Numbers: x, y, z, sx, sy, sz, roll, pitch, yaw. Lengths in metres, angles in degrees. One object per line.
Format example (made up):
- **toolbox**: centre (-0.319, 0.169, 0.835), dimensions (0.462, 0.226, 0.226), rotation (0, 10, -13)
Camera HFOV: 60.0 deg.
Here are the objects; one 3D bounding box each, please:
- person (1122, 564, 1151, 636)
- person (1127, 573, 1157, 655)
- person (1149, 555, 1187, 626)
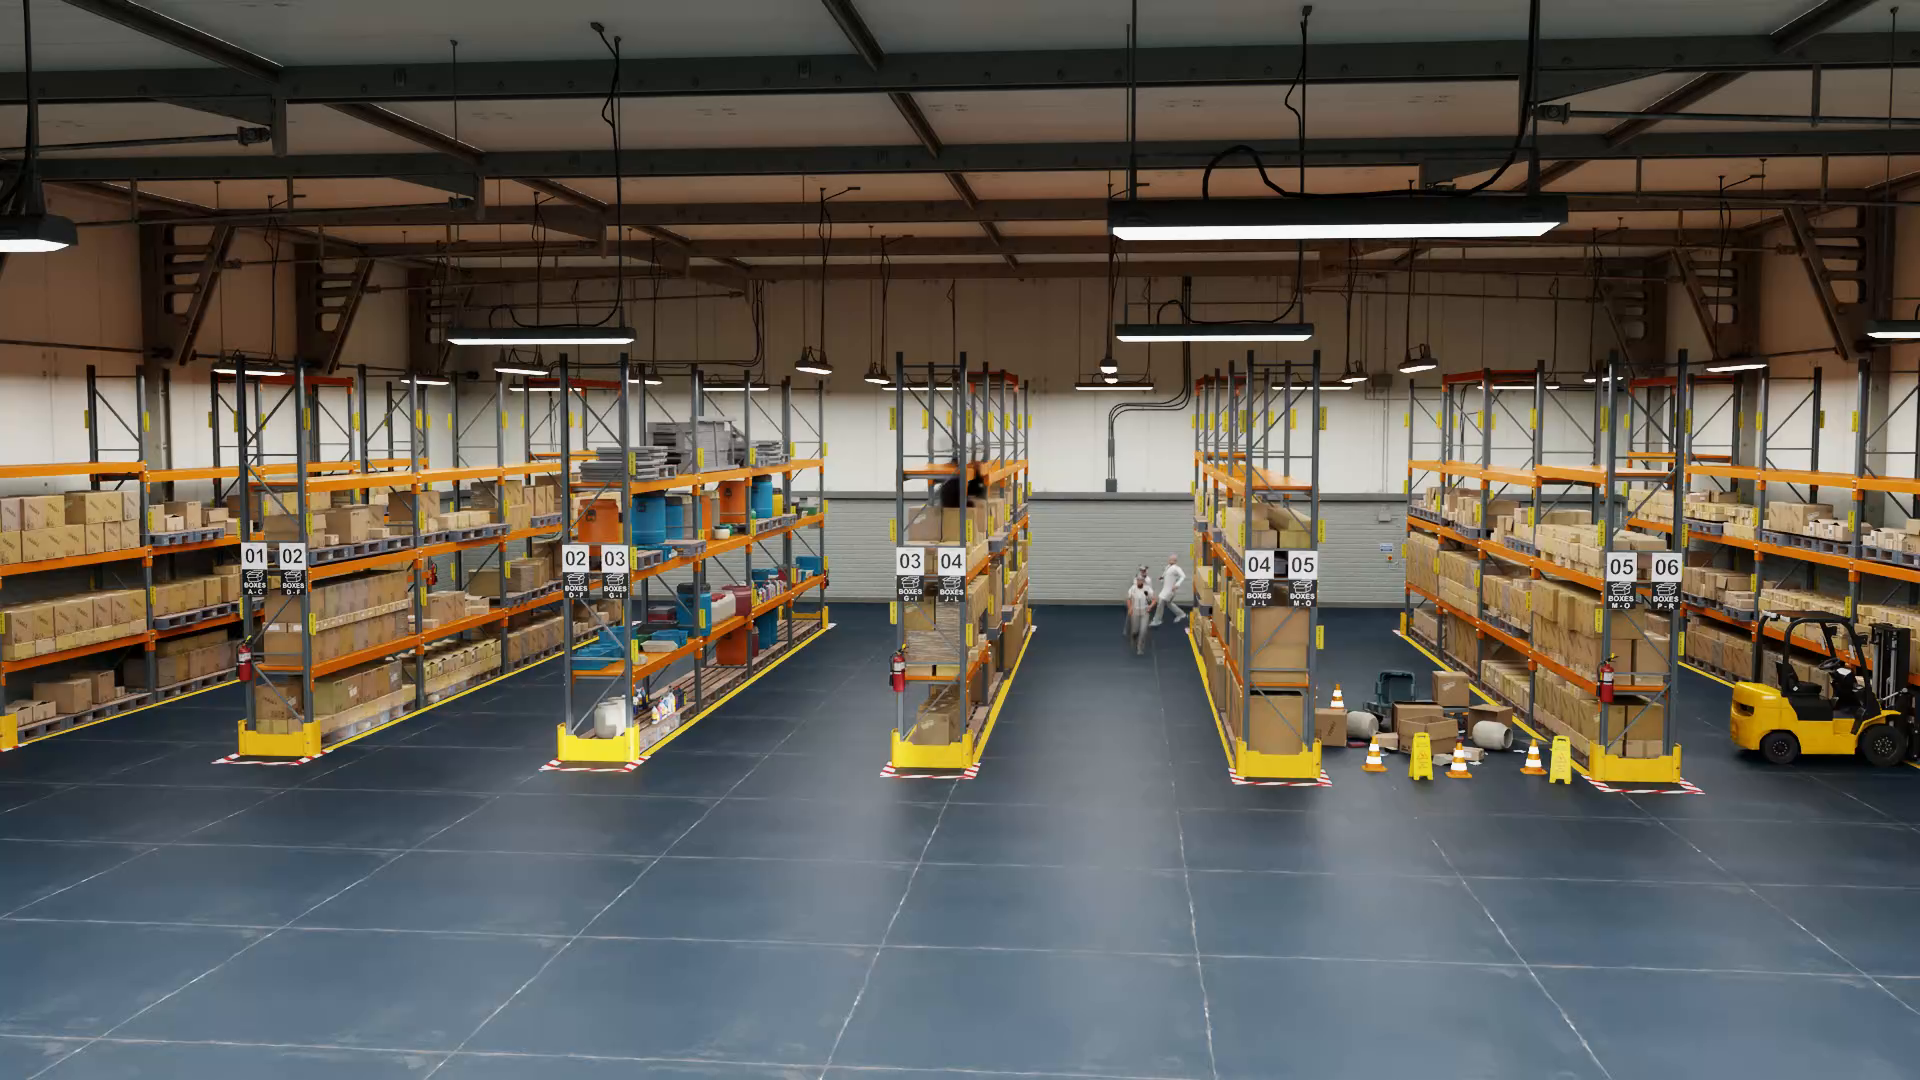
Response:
- **person**: centre (4.230, 1.395, 39.073), dimensions (0.602, 1.690, 0.857), rotation (2, 5, 27)
- **person**: centre (3.924, 1.584, 35.972), dimensions (0.655, 1.760, 0.652), rotation (1, 4, 10)
- **person**: centre (5.099, 1.261, 40.683), dimensions (1.003, 1.691, 0.768), rotation (0, 4, -4)
